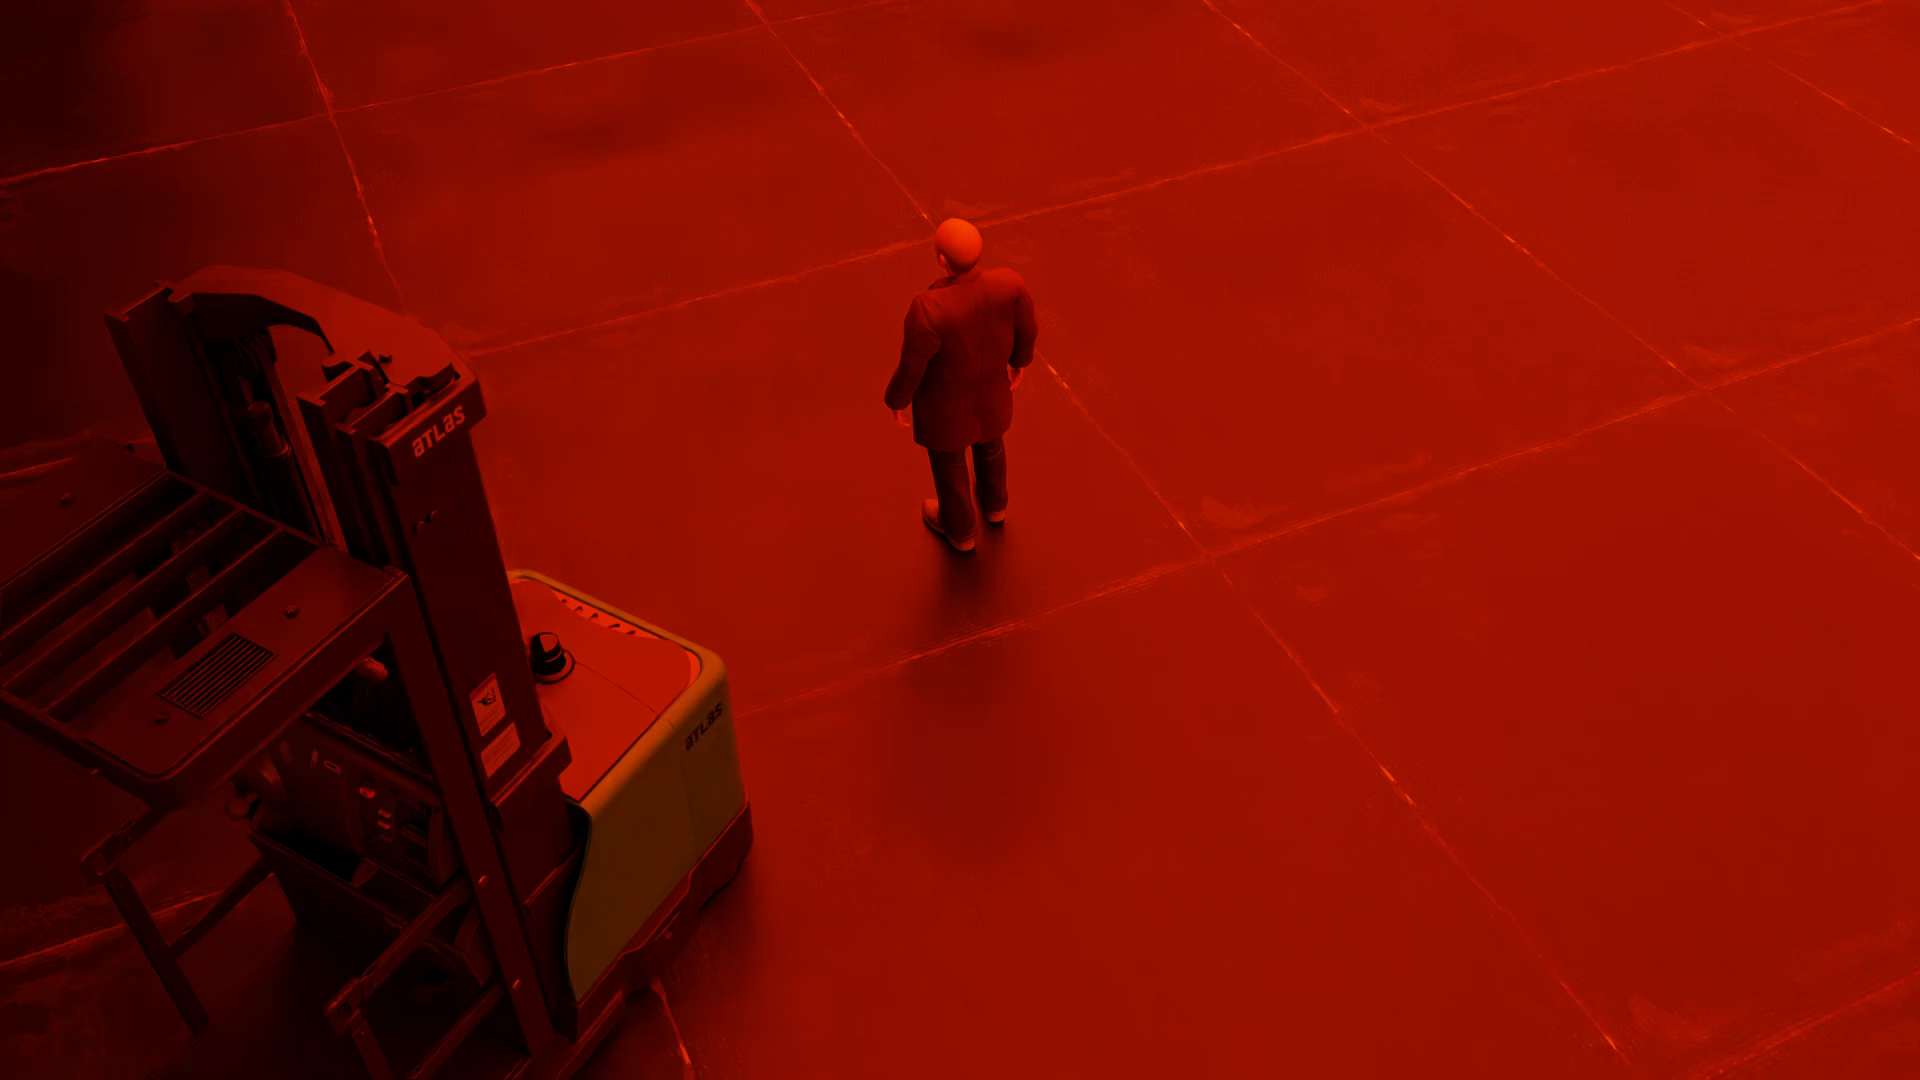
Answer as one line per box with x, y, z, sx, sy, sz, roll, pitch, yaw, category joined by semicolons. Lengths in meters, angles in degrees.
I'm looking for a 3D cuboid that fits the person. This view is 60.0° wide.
-0.034;-0.721;7.287;0.649;1.776;0.561;-18;46;-18;person

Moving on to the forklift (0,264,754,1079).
-1.977;0.853;4.812;1.129;2.867;3.031;22;47;22;forklift
